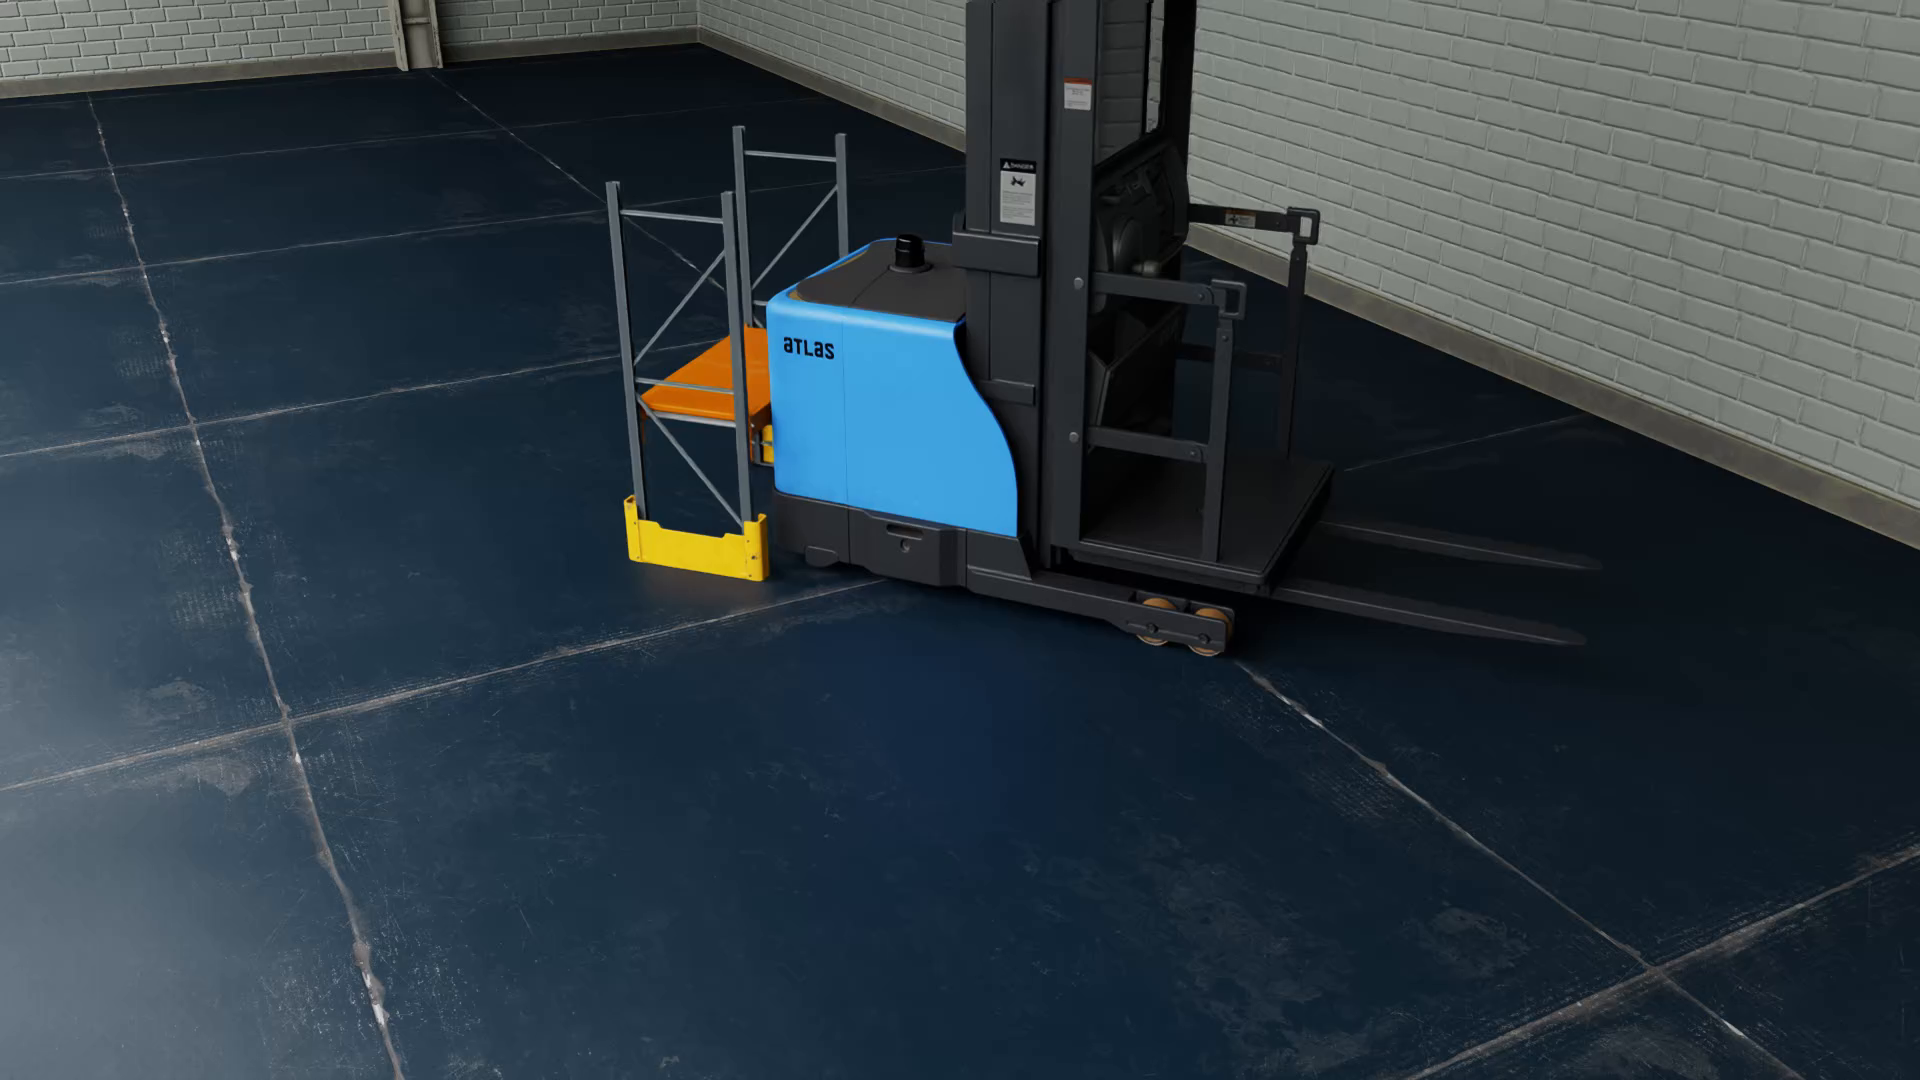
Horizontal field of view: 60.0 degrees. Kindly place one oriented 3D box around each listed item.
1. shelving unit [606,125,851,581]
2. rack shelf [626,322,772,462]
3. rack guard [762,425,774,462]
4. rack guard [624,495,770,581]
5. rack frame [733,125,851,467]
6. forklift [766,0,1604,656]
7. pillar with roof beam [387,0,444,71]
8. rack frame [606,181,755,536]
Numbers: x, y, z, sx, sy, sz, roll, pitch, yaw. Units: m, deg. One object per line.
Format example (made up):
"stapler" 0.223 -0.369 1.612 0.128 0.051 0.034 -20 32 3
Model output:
"shelving unit" -0.862 -0.776 6.634 0.587 1.500 1.083 9 27 17
"rack shelf" -0.859 -0.618 6.720 0.538 0.185 1.000 9 27 17
"rack guard" -0.697 -0.417 7.329 0.587 0.250 0.087 9 27 17
"rack guard" -1.026 -0.010 6.481 0.587 0.250 0.087 9 27 17
"rack frame" -0.691 -0.988 7.075 0.500 1.500 0.032 9 27 17
"forklift" 0.828 -1.171 5.803 3.031 2.935 1.130 11 28 22
"pillar with roof beam" -3.352 -7.126 11.195 0.400 9.000 9.100 -13 29 -25
"rack frame" -1.026 -0.572 6.210 0.500 1.500 0.032 9 27 17
